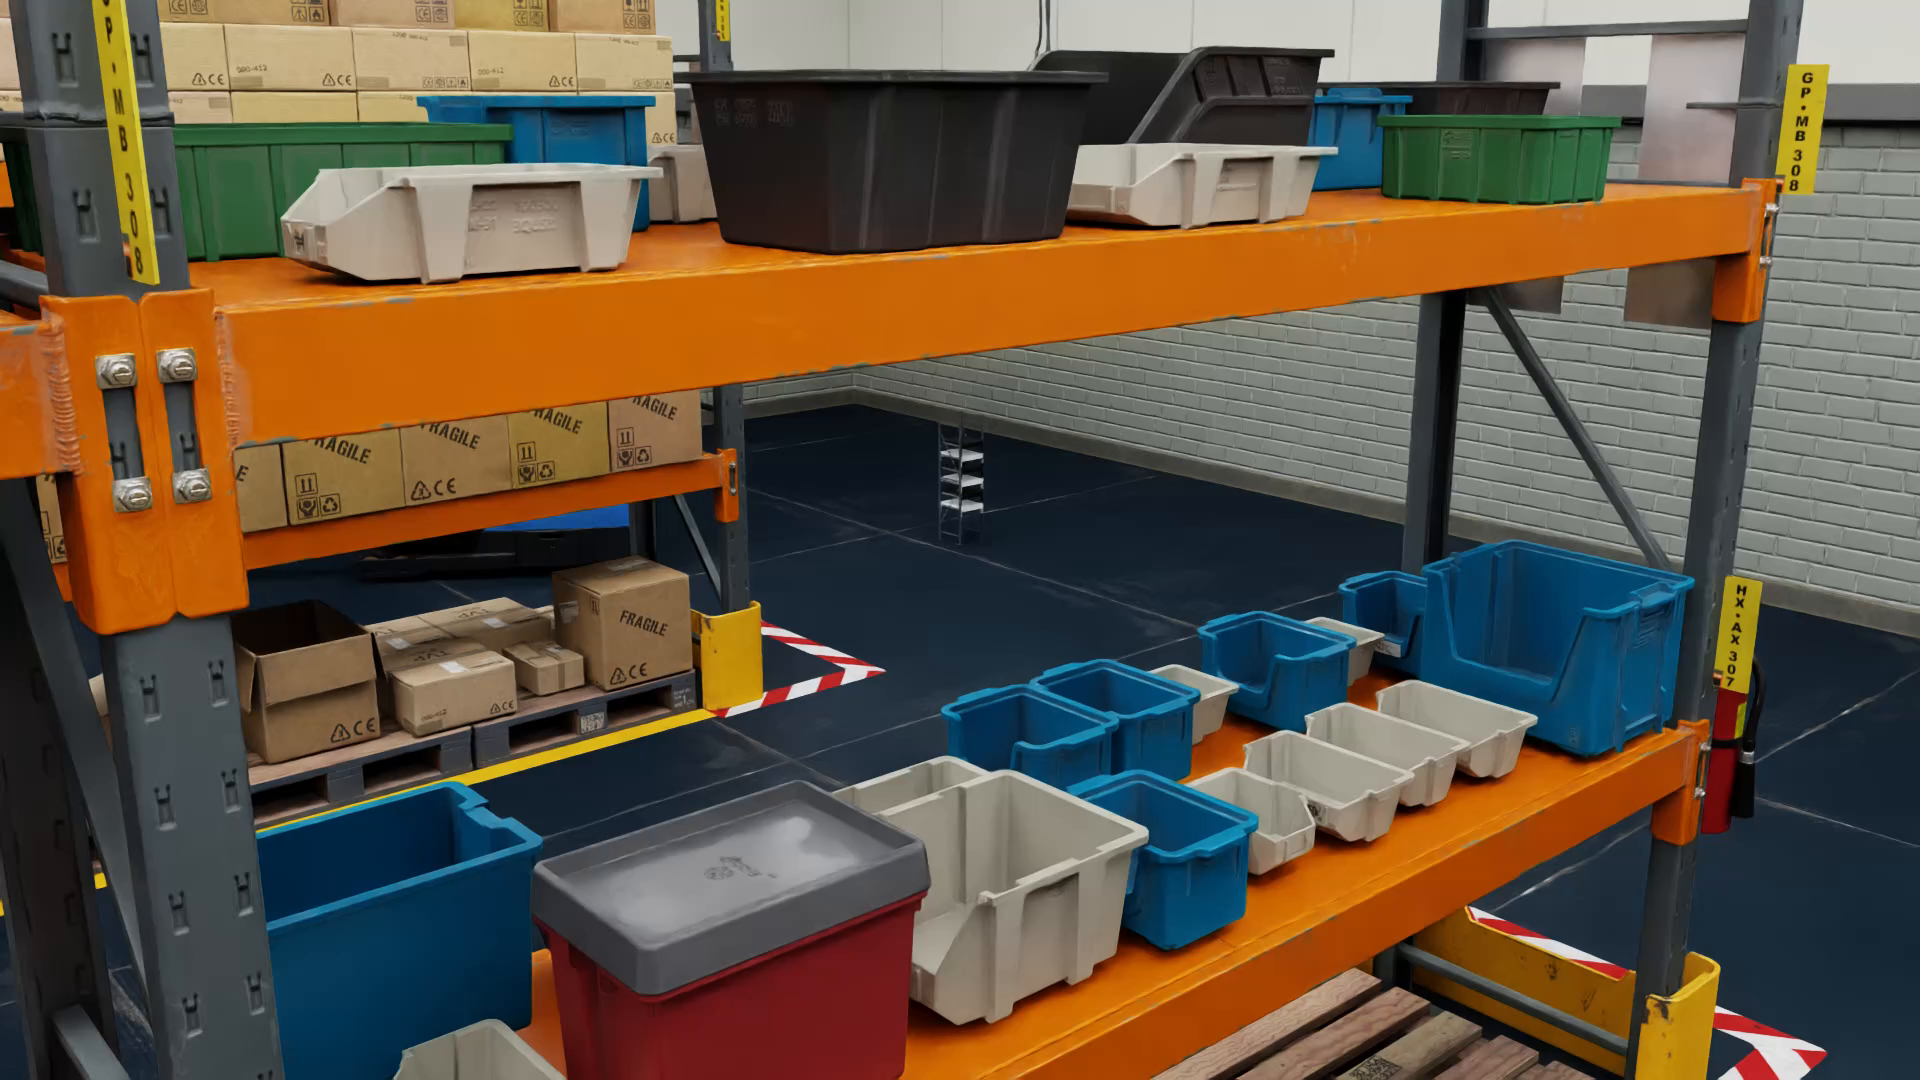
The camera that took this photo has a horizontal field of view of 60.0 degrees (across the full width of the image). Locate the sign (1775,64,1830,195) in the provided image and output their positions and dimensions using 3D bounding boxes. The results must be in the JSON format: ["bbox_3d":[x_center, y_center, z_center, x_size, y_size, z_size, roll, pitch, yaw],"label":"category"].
[{"bbox_3d":[2.166,-1.056,4.283,0.005,0.325,0.100,-13,19,-39],"label":"sign"}]

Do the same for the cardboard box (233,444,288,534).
[{"bbox_3d":[-3.147,-0.303,6.877,0.500,0.500,0.500,-13,20,-40],"label":"cardboard box"}]

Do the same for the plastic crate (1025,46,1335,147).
[{"bbox_3d":[0.460,-0.976,3.899,0.767,0.338,0.504,-13,19,-39],"label":"plastic crate"}]

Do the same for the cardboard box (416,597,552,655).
[{"bbox_3d":[-2.430,0.510,8.502,0.500,0.250,0.500,-13,19,-39],"label":"cardboard box"}]

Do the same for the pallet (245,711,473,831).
[{"bbox_3d":[-3.034,0.974,7.695,1.213,0.211,1.003,-13,19,-39],"label":"pallet"}]

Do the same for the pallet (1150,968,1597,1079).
[{"bbox_3d":[1.145,1.717,4.912,1.213,0.211,1.003,-13,19,-39],"label":"pallet"}]

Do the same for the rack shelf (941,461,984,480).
[{"bbox_3d":[0.006,-0.491,11.624,0.200,0.077,0.258,-13,20,-39],"label":"rack shelf"}]

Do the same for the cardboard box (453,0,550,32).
[{"bbox_3d":[-2.265,-2.549,7.537,0.500,0.500,0.700,-13,19,-39],"label":"cardboard box"}]

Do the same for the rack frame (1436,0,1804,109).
[{"bbox_3d":[1.793,-2.660,4.273,0.127,3.000,1.000,-13,19,-39],"label":"rack frame"}]

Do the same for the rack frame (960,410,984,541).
[{"bbox_3d":[0.083,-0.453,11.703,0.006,0.900,0.240,-13,20,-39],"label":"rack frame"}]

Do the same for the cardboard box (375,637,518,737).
[{"bbox_3d":[-2.441,0.684,7.852,0.500,0.250,0.500,-13,19,-39],"label":"cardboard box"}]

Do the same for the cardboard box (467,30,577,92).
[{"bbox_3d":[-2.053,-2.124,7.398,0.500,0.250,0.500,-13,19,-39],"label":"cardboard box"}]

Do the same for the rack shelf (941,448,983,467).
[{"bbox_3d":[0.006,-0.578,11.601,0.200,0.077,0.258,-13,20,-39],"label":"rack shelf"}]

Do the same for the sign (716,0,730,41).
[{"bbox_3d":[-1.107,-2.493,7.741,0.005,0.325,0.100,-13,19,-39],"label":"sign"}]

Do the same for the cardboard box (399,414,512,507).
[{"bbox_3d":[-2.384,-0.474,7.520,0.500,0.500,0.500,-12,19,-39],"label":"cardboard box"}]

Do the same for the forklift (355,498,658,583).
[{"bbox_3d":[-3.595,-1.286,10.884,3.031,2.935,1.130,-2,15,-8],"label":"forklift"}]

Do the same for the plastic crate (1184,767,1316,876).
[{"bbox_3d":[0.663,0.662,3.855,0.250,0.136,0.298,-13,19,-39],"label":"plastic crate"}]

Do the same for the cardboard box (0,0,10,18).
[{"bbox_3d":[-3.661,-2.177,6.143,0.500,0.500,0.700,-13,19,-39],"label":"cardboard box"}]

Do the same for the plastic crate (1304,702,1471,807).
[{"bbox_3d":[1.068,0.556,4.251,0.243,0.136,0.396,-13,19,-39],"label":"plastic crate"}]

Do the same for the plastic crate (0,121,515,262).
[{"bbox_3d":[-1.104,-0.562,2.639,0.662,0.188,0.450,-13,19,-39],"label":"plastic crate"}]

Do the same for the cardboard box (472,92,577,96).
[{"bbox_3d":[-2.055,-1.883,7.464,0.500,0.250,0.500,-13,19,-39],"label":"cardboard box"}]

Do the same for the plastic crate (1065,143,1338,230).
[{"bbox_3d":[0.397,-0.686,3.202,0.530,0.136,0.437,-13,19,-39],"label":"plastic crate"}]

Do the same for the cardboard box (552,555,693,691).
[{"bbox_3d":[-1.704,0.408,8.401,0.500,0.500,0.500,-13,19,-39],"label":"cardboard box"}]

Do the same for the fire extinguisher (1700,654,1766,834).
[{"bbox_3d":[2.205,0.518,4.869,0.183,0.674,0.296,-13,19,-39],"label":"fire extinguisher"}]

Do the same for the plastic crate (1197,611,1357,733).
[{"bbox_3d":[0.894,0.379,4.727,0.300,0.233,0.416,-13,19,-39],"label":"plastic crate"}]

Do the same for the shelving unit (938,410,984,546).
[{"bbox_3d":[0.006,-0.436,11.639,0.210,0.900,0.258,-13,20,-39],"label":"shelving unit"}]

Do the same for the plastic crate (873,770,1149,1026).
[{"bbox_3d":[0.048,0.721,3.352,0.530,0.282,0.437,-13,19,-39],"label":"plastic crate"}]

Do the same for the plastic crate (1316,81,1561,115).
[{"bbox_3d":[1.319,-1.137,4.636,0.590,0.269,0.497,-13,19,-39],"label":"plastic crate"}]

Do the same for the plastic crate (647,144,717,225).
[{"bbox_3d":[-0.515,-0.696,3.241,0.466,0.136,0.293,-13,19,-39],"label":"plastic crate"}]

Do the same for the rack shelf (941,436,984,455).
[{"bbox_3d":[0.006,-0.665,11.578,0.200,0.077,0.258,-13,20,-39],"label":"rack shelf"}]

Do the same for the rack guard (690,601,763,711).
[{"bbox_3d":[-1.513,0.493,8.934,0.348,0.500,1.175,-13,19,-39],"label":"rack guard"}]

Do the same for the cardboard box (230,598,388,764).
[{"bbox_3d":[-3.060,0.625,7.583,0.637,0.503,0.797,-13,19,-39],"label":"cardboard box"}]

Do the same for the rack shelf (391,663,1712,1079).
[{"bbox_3d":[0.284,0.924,3.871,4.000,0.370,1.077,-13,19,-39],"label":"rack shelf"}]

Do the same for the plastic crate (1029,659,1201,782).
[{"bbox_3d":[0.397,0.491,4.309,0.300,0.233,0.416,-13,19,-39],"label":"plastic crate"}]

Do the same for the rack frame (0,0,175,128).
[{"bbox_3d":[-1.225,-1.983,1.736,0.127,3.000,1.000,-13,19,-39],"label":"rack frame"}]

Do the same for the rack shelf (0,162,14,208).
[{"bbox_3d":[-2.965,-1.490,7.097,4.000,0.370,1.077,-13,19,-39],"label":"rack shelf"}]

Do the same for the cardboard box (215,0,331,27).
[{"bbox_3d":[-3.011,-2.377,6.893,0.500,0.500,0.700,-13,19,-39],"label":"cardboard box"}]

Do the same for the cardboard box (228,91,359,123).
[{"bbox_3d":[-2.811,-1.714,6.833,0.500,0.250,0.500,-13,19,-39],"label":"cardboard box"}]

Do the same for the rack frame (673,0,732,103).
[{"bbox_3d":[-1.456,-3.625,7.885,0.127,3.000,1.000,-13,19,-39],"label":"rack frame"}]

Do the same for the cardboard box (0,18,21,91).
[{"bbox_3d":[-3.568,-1.787,6.136,0.500,0.250,0.500,-13,19,-39],"label":"cardboard box"}]

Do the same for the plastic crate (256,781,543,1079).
[{"bbox_3d":[-1.096,0.749,3.049,0.575,0.384,0.392,-13,19,-39],"label":"plastic crate"}]

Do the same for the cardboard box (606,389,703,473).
[{"bbox_3d":[-1.615,-0.646,8.164,0.500,0.500,0.500,-12,19,-38],"label":"cardboard box"}]

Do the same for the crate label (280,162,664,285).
[{"bbox_3d":[-0.666,-0.433,2.257,0.466,0.136,0.293,-13,19,-39],"label":"crate label"}]

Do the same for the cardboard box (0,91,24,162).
[{"bbox_3d":[-3.564,-1.544,6.197,0.500,0.250,0.500,-13,19,-39],"label":"cardboard box"}]

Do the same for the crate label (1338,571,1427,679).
[{"bbox_3d":[1.390,0.268,5.144,0.303,0.233,0.416,-13,19,-39],"label":"crate label"}]

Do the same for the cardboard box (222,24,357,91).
[{"bbox_3d":[-2.806,-1.954,6.762,0.500,0.250,0.500,-13,19,-39],"label":"cardboard box"}]

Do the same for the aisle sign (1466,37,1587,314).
[{"bbox_3d":[1.652,-1.088,4.973,0.004,0.787,0.394,-13,19,-39],"label":"aisle sign"}]

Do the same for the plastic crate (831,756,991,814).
[{"bbox_3d":[-0.108,0.660,3.860,0.466,0.136,0.293,-13,19,-39],"label":"plastic crate"}]

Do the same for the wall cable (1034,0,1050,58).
[{"bbox_3d":[-0.209,-3.978,15.220,0.112,2.526,3.097,-13,19,-39],"label":"wall cable"}]
